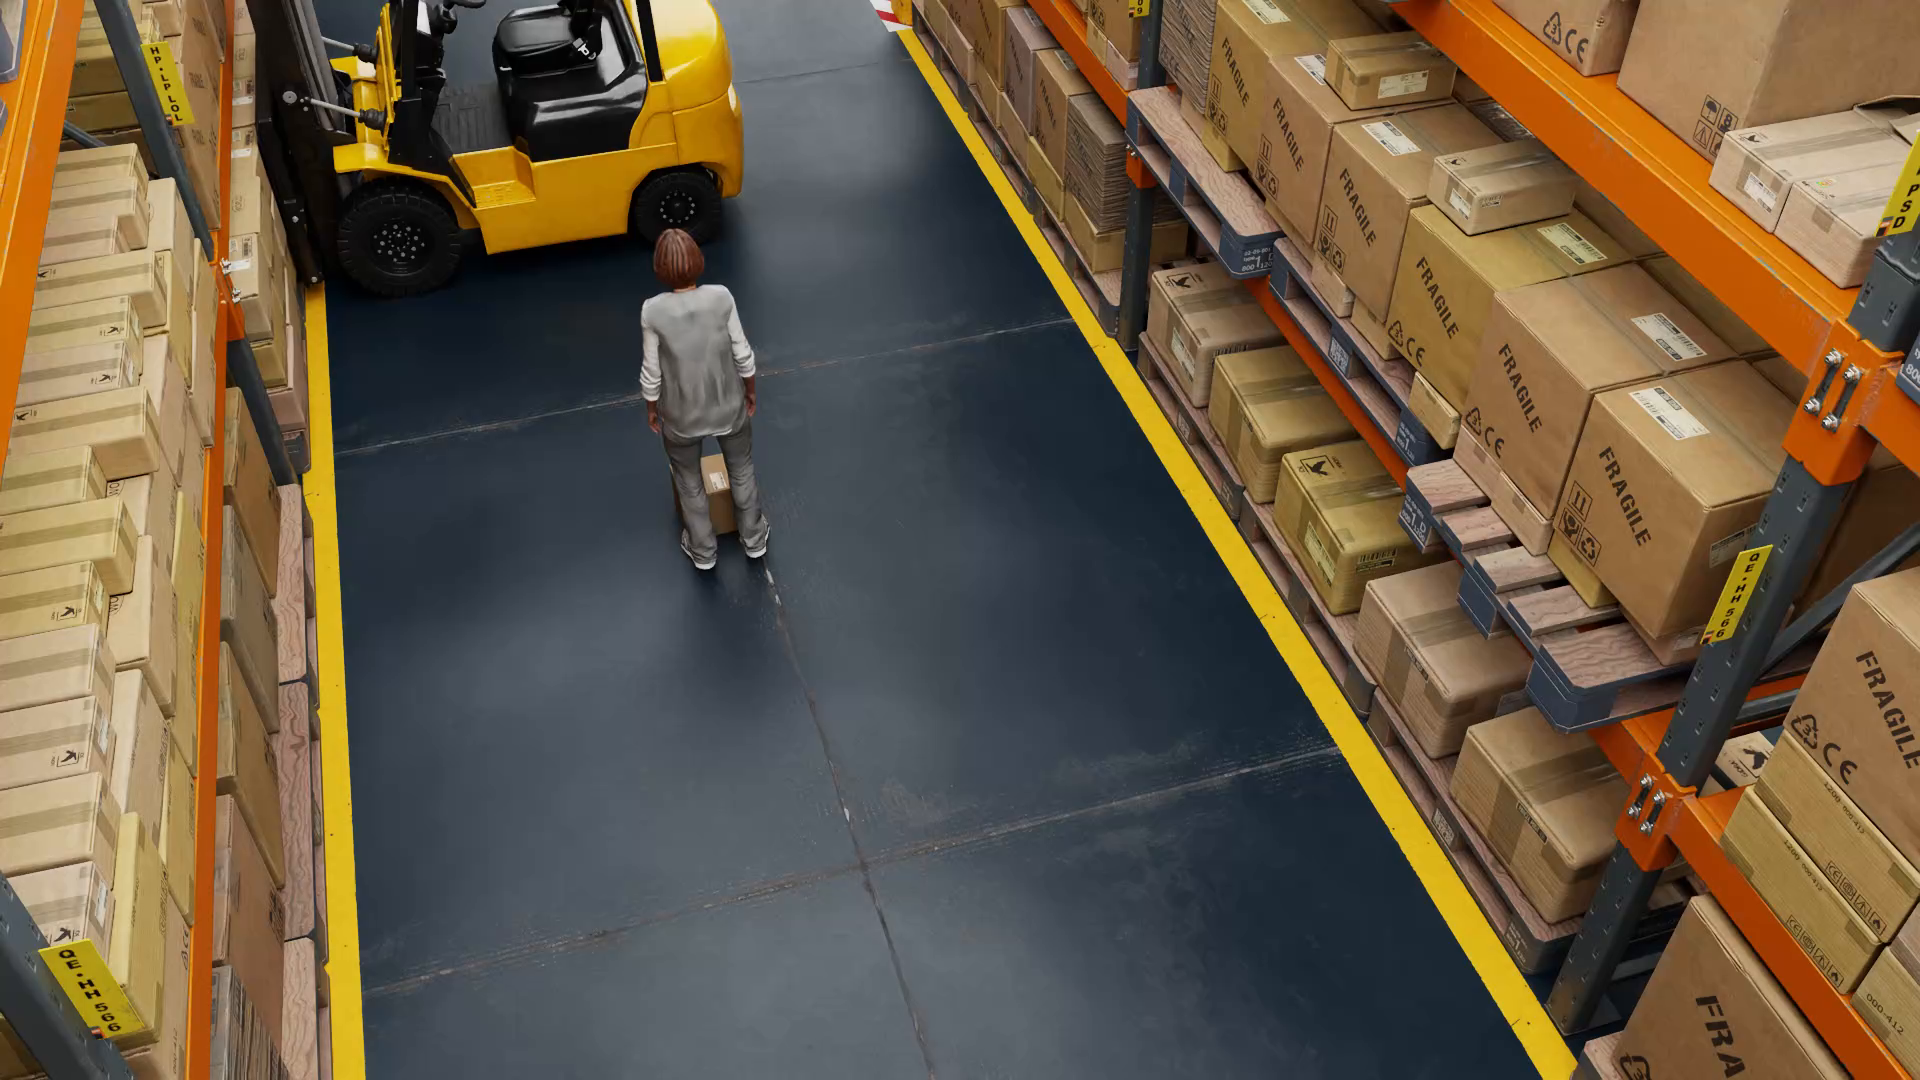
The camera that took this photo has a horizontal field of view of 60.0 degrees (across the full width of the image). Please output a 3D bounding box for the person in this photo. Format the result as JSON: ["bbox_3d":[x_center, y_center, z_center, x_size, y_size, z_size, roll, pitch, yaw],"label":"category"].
[{"bbox_3d":[-1.042,-0.530,6.741,0.460,1.592,0.343,-12,44,-12],"label":"person"}]
